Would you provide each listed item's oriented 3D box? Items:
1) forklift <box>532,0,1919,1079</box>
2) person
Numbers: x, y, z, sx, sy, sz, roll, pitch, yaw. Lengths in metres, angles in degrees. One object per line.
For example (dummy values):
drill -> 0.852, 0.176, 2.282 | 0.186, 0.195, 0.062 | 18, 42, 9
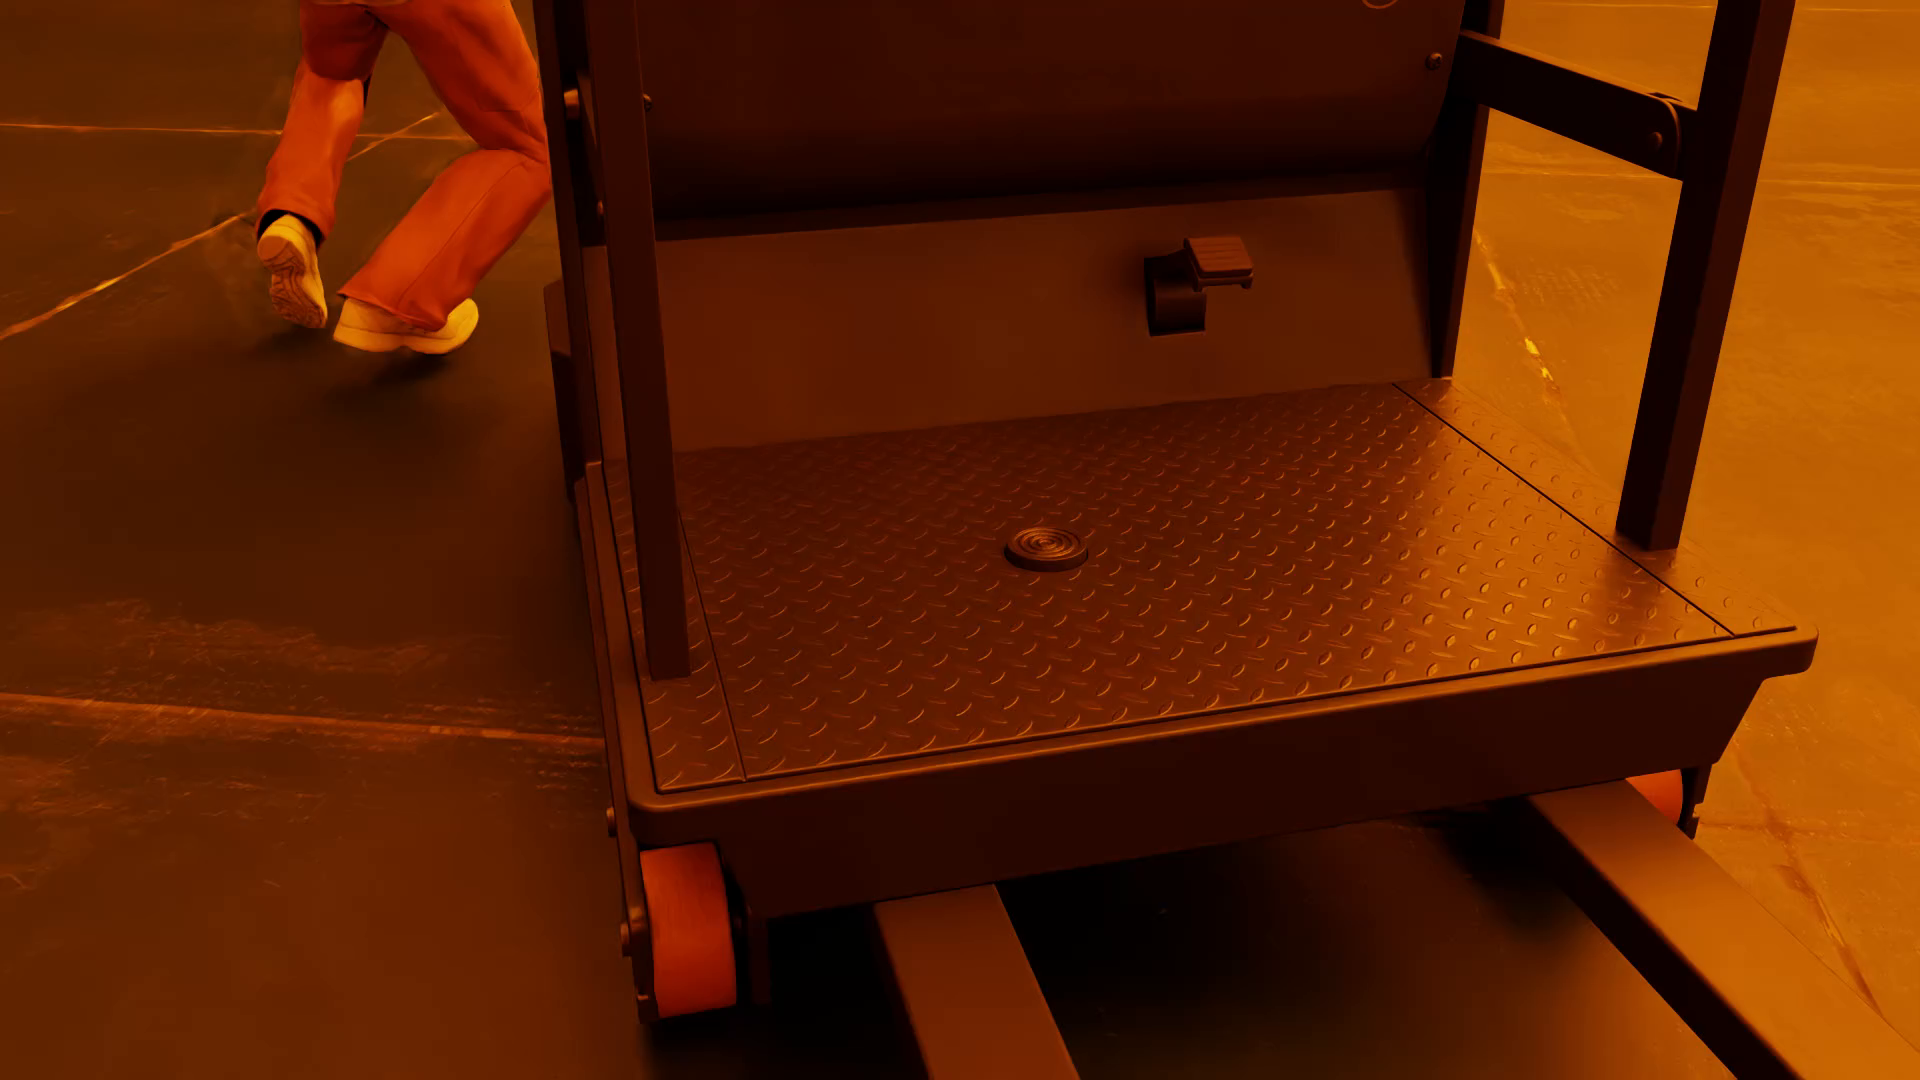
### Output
forklift -> 0.153, -1.049, 1.319 | 1.130, 2.935, 3.031 | -7, 27, -13
person -> -1.163, -1.068, 2.927 | 0.862, 1.533, 0.725 | 10, 28, 19
